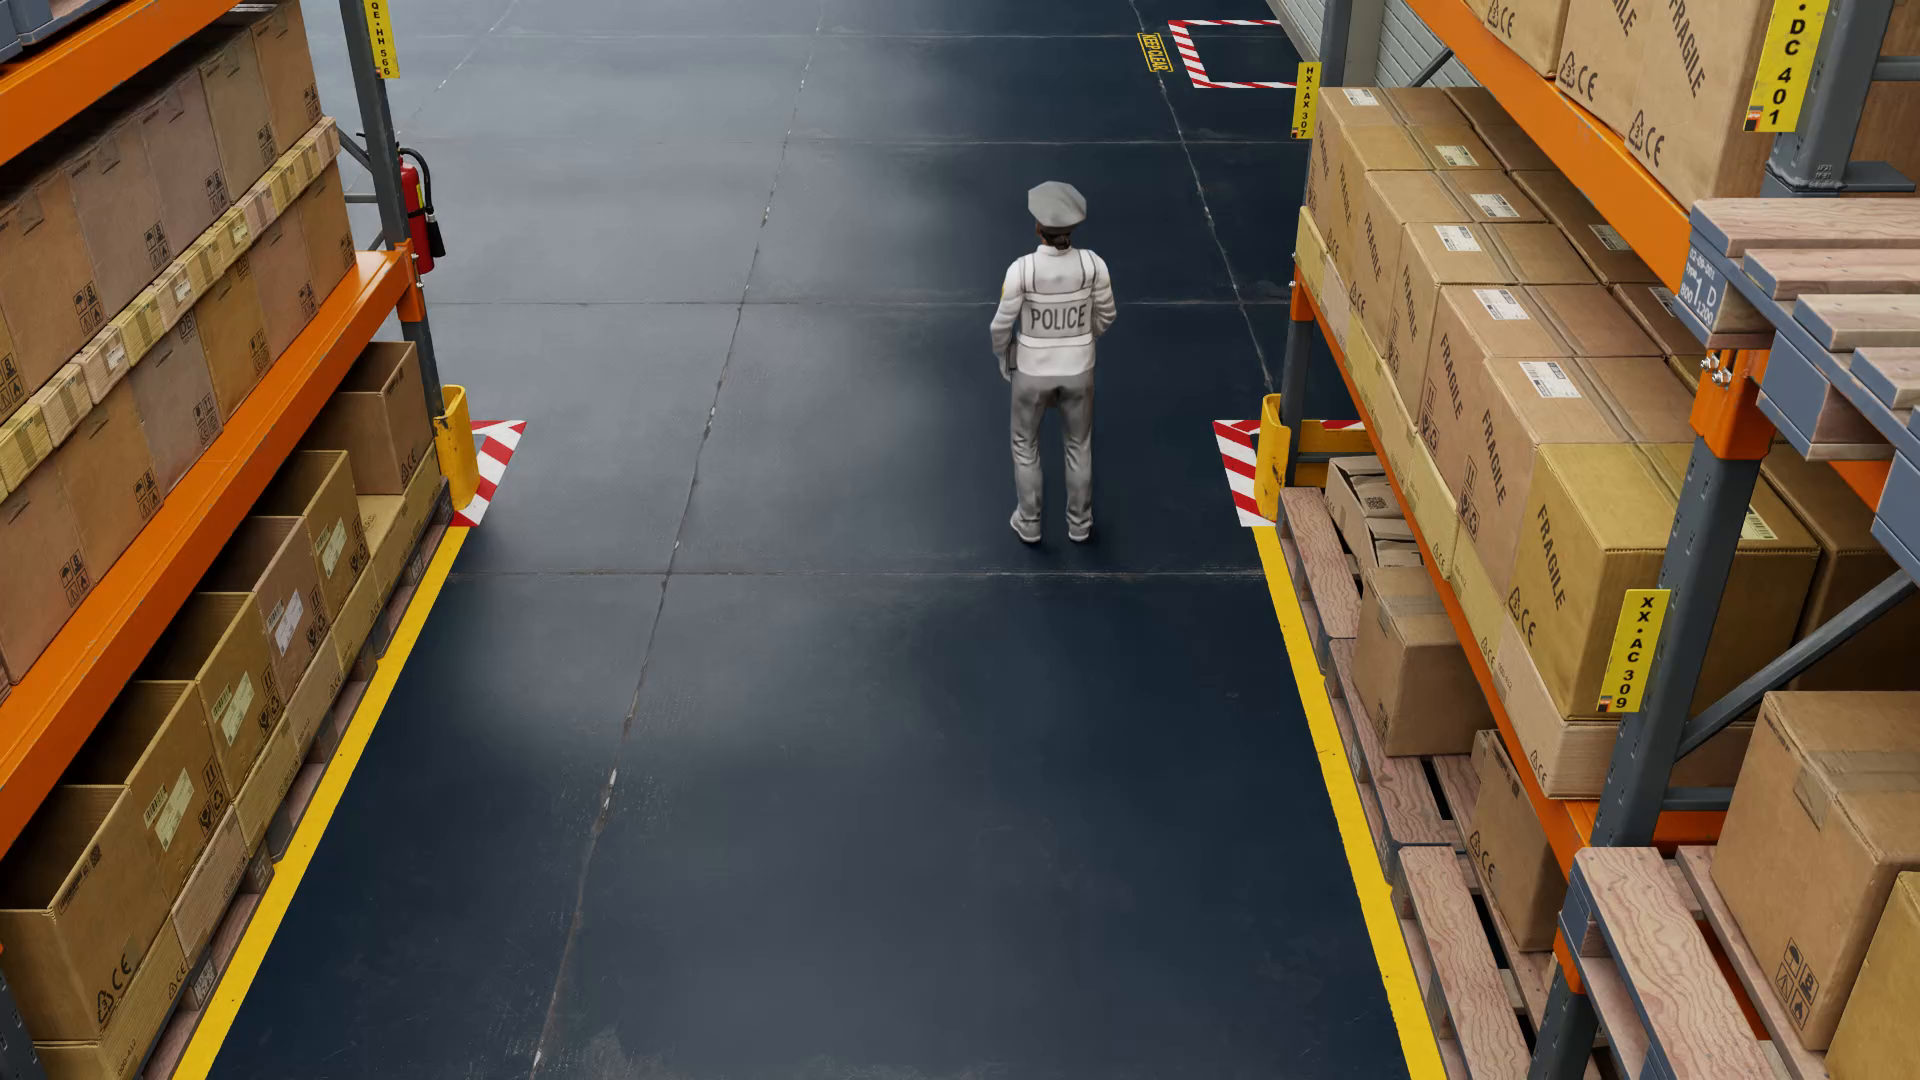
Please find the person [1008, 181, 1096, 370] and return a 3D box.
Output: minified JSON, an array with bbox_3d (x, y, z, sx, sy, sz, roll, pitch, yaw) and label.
[{"bbox_3d":[0.394,-1.109,7.080,0.370,0.833,0.314,-4,32,-6],"label":"person"}]
